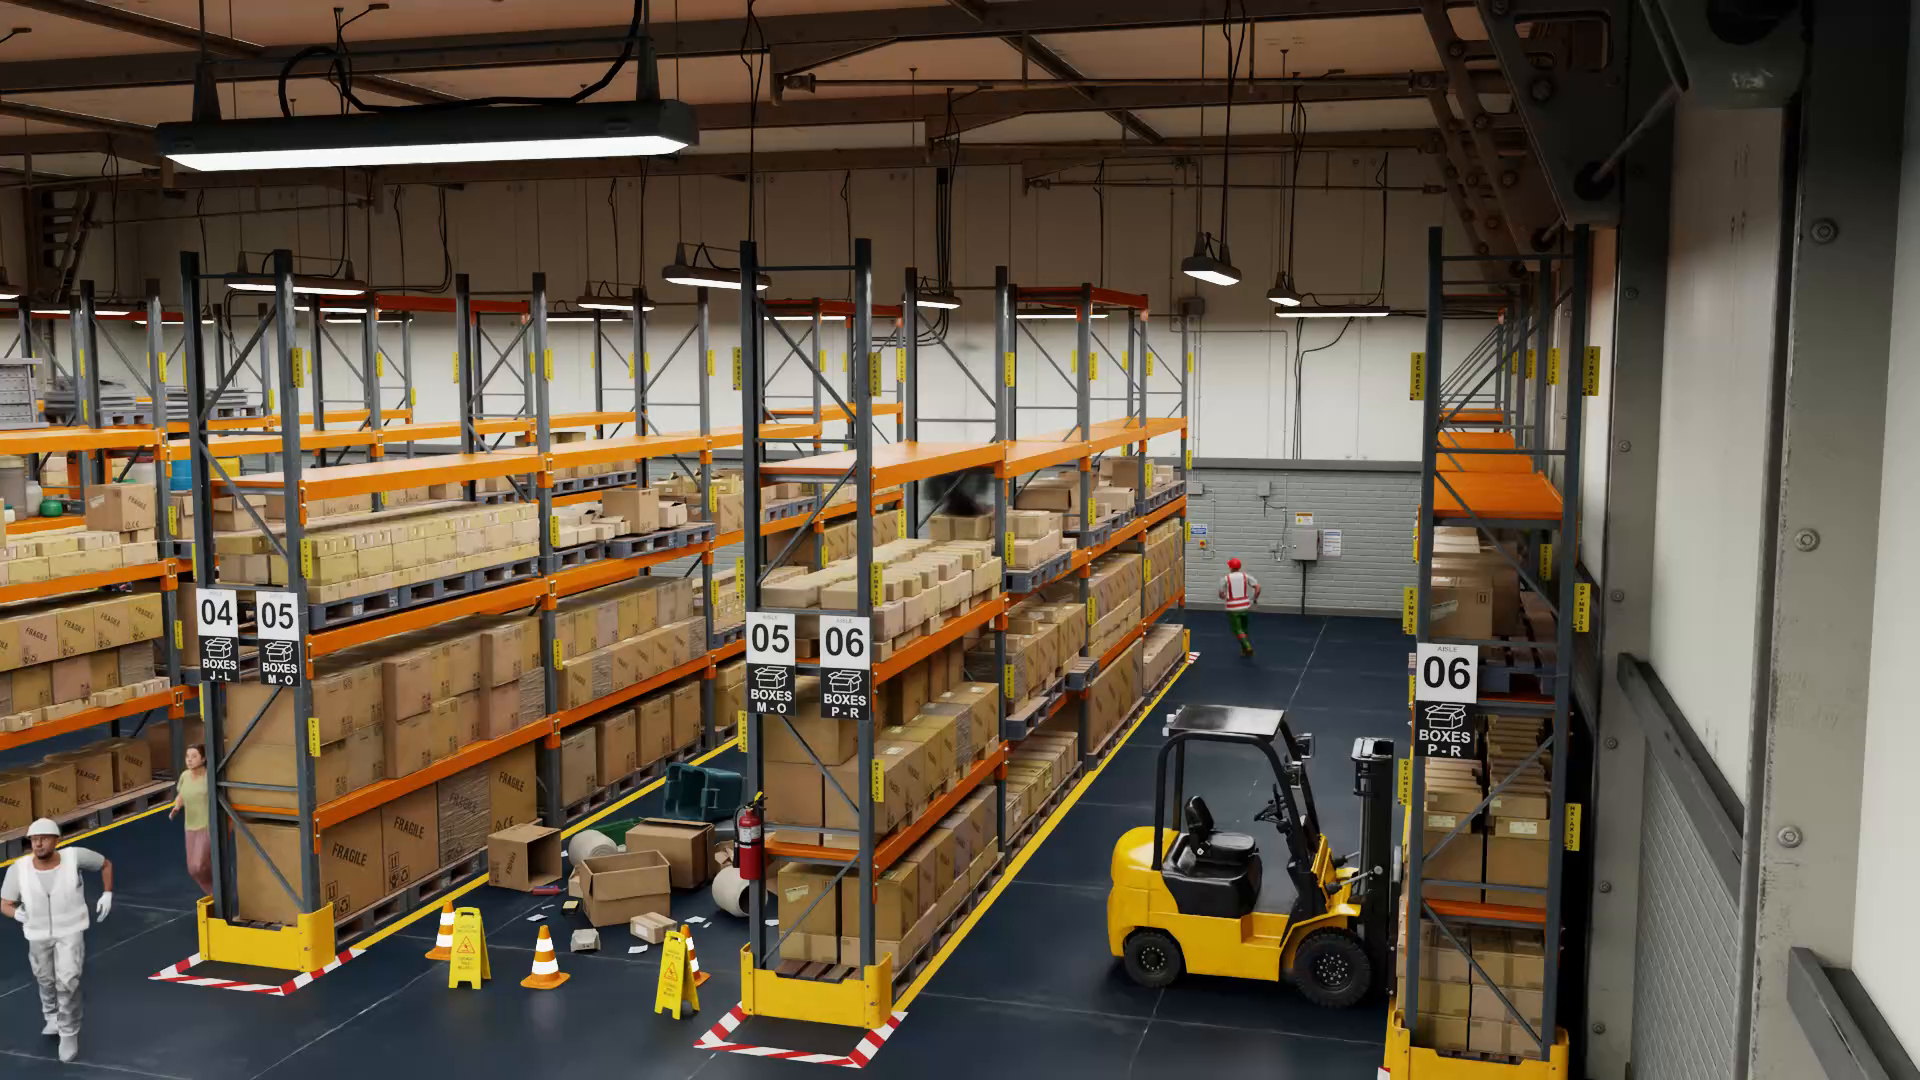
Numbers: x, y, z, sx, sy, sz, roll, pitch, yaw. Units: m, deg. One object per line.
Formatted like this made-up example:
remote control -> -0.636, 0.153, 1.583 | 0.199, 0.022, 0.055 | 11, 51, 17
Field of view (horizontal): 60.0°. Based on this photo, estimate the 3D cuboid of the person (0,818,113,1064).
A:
person -> -6.643, 2.916, 12.253 | 0.697, 1.801, 0.897 | -2, 7, -16

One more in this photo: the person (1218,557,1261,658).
person -> 4.677, 1.174, 27.965 | 0.699, 1.771, 0.889 | -1, 6, -9

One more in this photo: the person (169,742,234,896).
person -> -6.986, 2.658, 15.312 | 0.574, 1.613, 0.553 | 2, 7, 14
